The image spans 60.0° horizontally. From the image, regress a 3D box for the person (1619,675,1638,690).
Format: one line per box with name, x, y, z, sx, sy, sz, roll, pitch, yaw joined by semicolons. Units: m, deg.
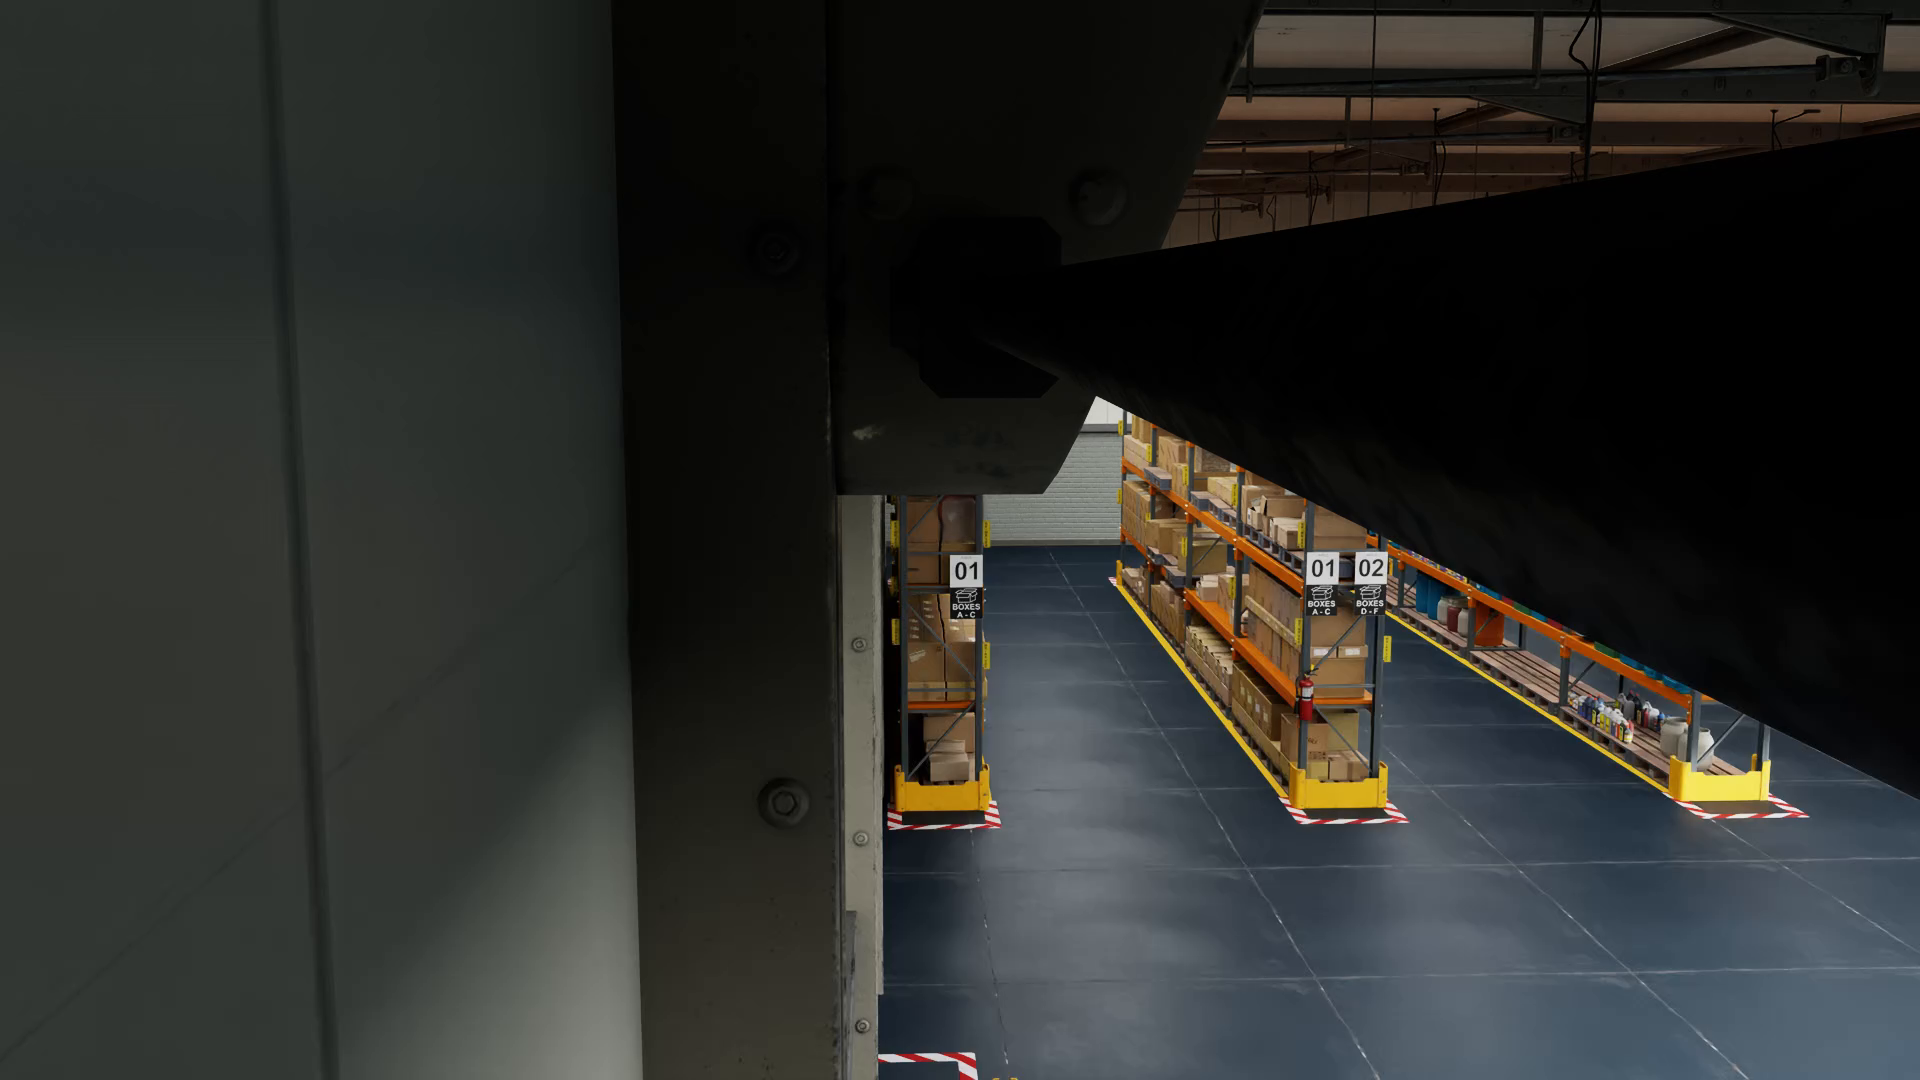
person;11.023;1.528;27.050;0.523;1.810;0.888;0;8;-1
